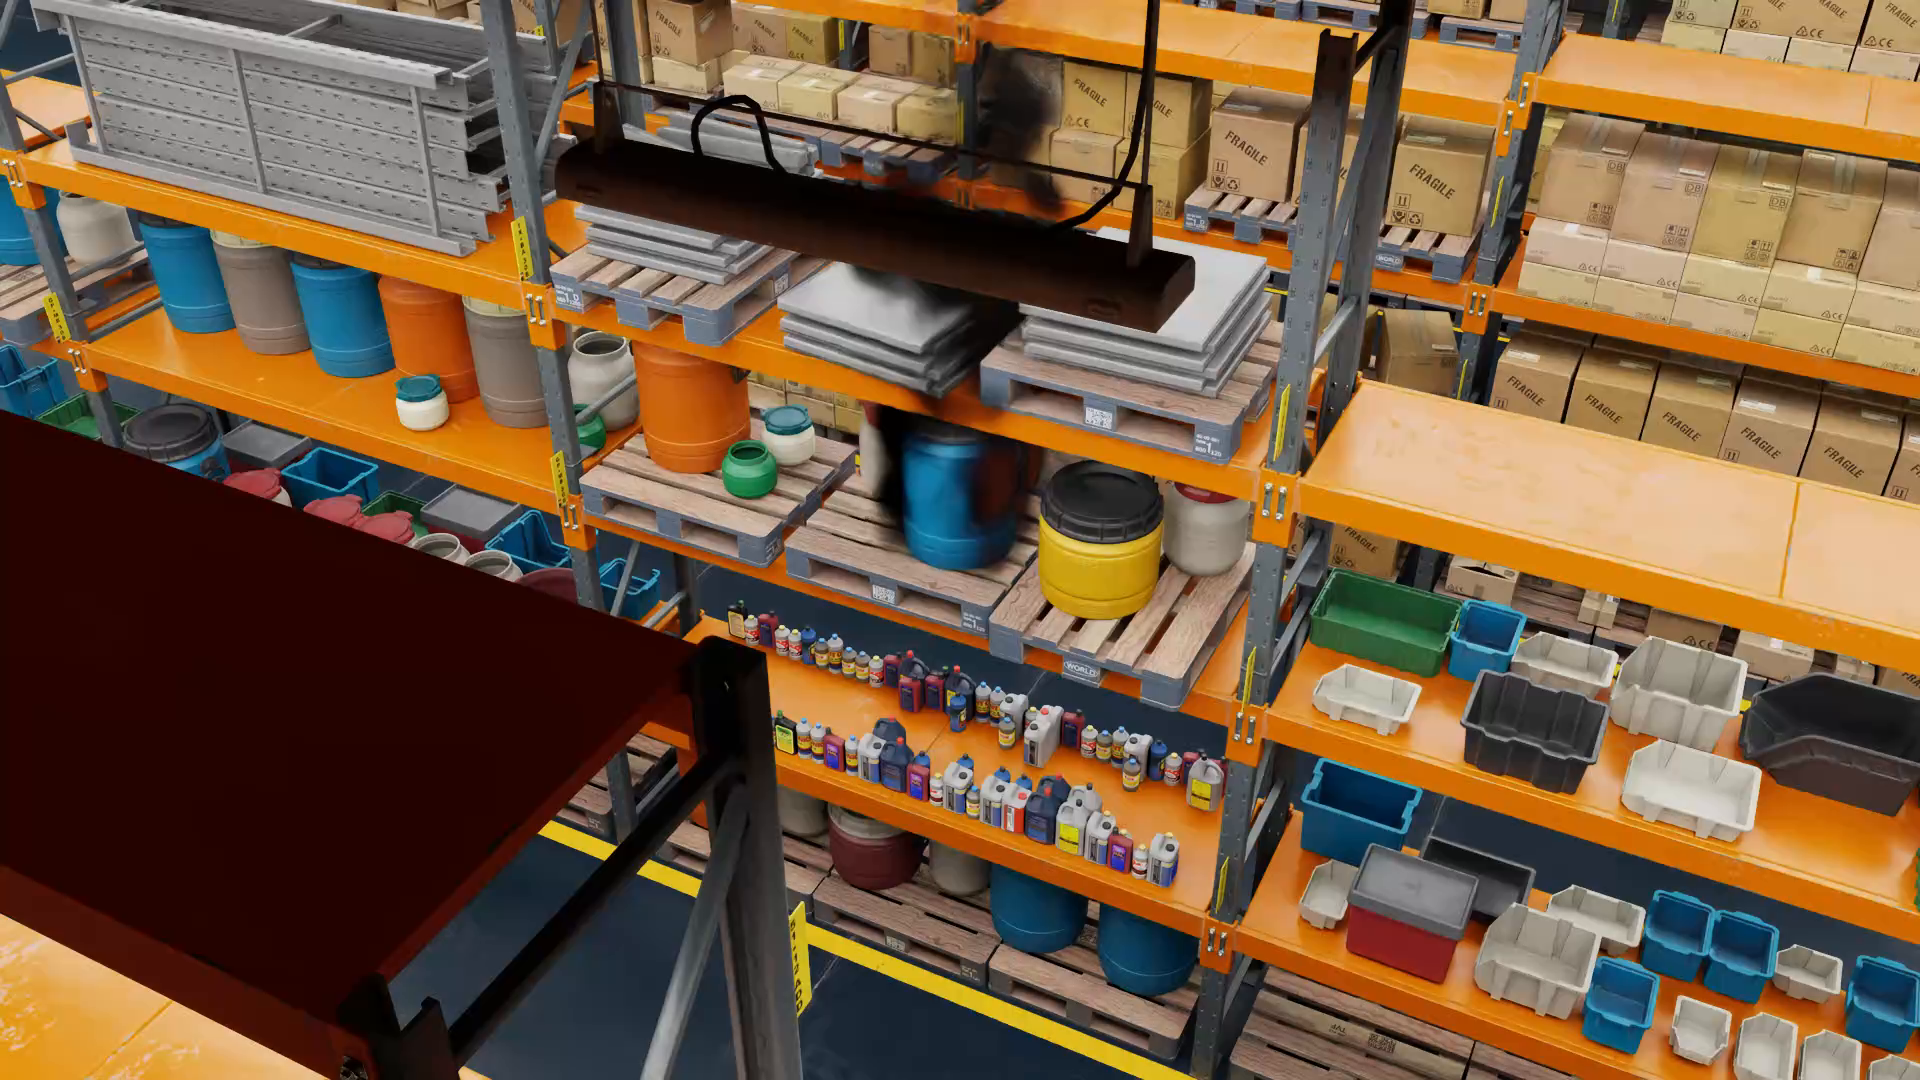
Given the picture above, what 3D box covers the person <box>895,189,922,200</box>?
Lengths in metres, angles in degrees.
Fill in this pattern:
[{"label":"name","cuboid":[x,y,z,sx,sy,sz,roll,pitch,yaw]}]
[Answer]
[{"label":"person","cuboid":[-0.454,-2.623,16.115,0.600,1.741,0.700,17,38,23]}]
